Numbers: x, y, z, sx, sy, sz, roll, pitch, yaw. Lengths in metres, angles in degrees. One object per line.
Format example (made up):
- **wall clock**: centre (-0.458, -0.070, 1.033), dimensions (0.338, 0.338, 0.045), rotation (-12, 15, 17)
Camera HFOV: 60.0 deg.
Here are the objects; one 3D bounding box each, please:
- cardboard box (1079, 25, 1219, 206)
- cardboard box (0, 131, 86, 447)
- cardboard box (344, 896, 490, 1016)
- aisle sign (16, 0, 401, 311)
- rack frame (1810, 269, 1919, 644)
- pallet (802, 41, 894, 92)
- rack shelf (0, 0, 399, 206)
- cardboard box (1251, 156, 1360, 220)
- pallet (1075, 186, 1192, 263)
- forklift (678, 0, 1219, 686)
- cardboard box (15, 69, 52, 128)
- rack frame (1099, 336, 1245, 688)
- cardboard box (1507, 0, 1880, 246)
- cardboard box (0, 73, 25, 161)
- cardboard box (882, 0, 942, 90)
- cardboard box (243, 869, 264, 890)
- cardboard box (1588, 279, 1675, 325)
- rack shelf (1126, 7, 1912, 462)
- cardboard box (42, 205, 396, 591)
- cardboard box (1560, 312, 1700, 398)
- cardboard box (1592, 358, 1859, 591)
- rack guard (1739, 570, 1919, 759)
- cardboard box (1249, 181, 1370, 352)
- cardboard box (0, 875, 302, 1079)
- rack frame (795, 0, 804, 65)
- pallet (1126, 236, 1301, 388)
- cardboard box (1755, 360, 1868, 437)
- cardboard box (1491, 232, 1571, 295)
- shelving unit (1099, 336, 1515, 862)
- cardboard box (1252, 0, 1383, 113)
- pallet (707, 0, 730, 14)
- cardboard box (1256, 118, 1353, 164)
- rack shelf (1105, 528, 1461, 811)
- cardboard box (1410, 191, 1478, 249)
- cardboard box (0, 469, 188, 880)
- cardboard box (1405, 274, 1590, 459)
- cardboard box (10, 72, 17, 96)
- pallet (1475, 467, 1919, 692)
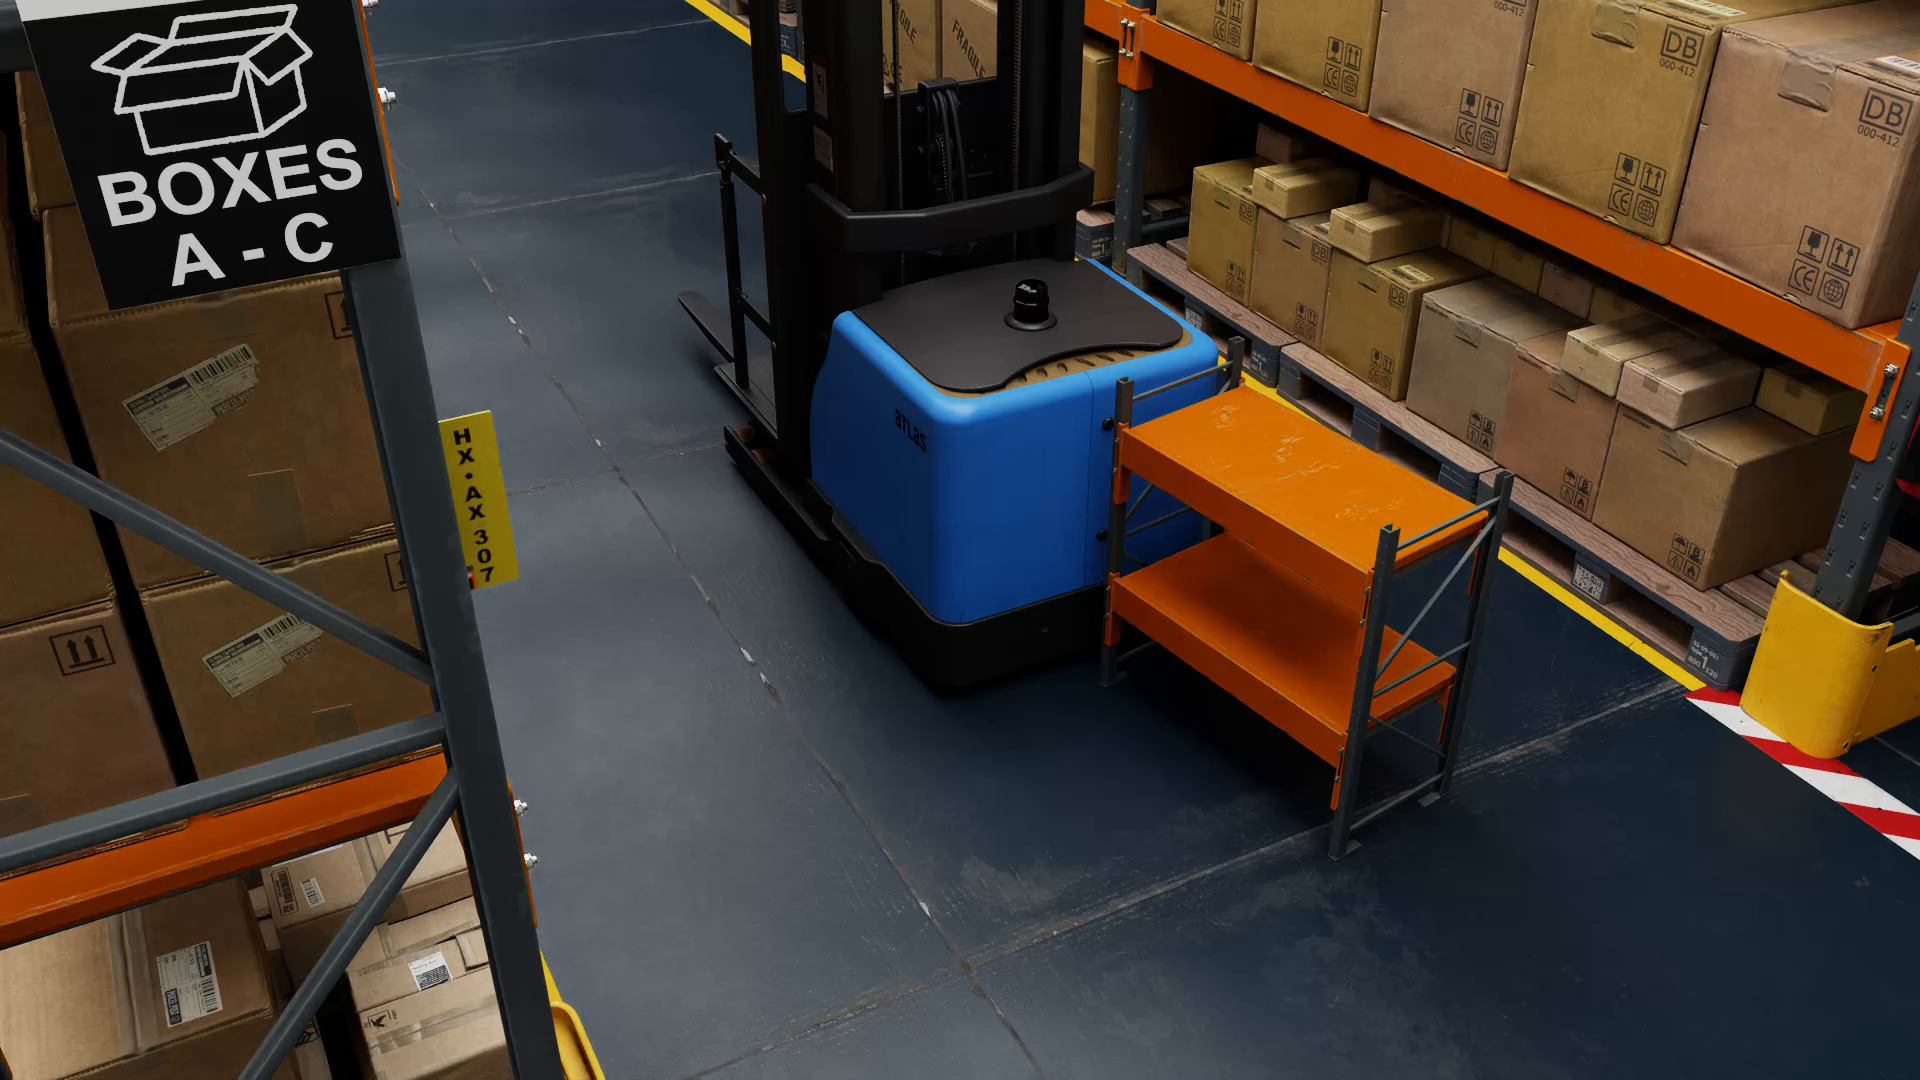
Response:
- **cardboard box**: centre (0.813, -2.265, 8.608), dimensions (0.750, 0.750, 0.750), rotation (-15, 36, -23)
- **cardboard box**: centre (-1.971, -0.407, 3.084), dimensions (0.500, 0.500, 0.500), rotation (-15, 36, -22)
- **cardboard box**: centre (-1.292, 1.043, 4.060), dimensions (0.380, 0.166, 0.250), rotation (-16, 36, -23)
- **aisle sign**: centre (-0.992, -0.695, 2.145), dimensions (0.394, 0.787, 0.004), rotation (-16, 36, -23)
- **rack frame**: centre (3.097, -0.807, 4.729), dimensions (1.000, 3.000, 0.127), rotation (-16, 36, -23)
- **pallet**: centre (-0.333, -3.056, 10.824), dimensions (1.003, 0.211, 1.213), rotation (-16, 36, -23)
- **rack shelf**: centre (-2.217, -1.474, 3.656), dimensions (1.077, 0.370, 4.000), rotation (-16, 36, -23)
- **cardboard box**: centre (1.488, -1.521, 7.171), dimensions (0.380, 0.149, 0.250), rotation (-15, 35, -22)
- **pallet**: centre (0.805, -1.891, 9.006), dimensions (1.003, 0.211, 1.213), rotation (-16, 36, -23)
- **forklift**: centre (-0.292, -1.535, 5.929), dimensions (1.130, 2.935, 3.031), rotation (-16, 36, -23)
- **cardboard box**: centre (-1.737, -0.788, 3.680), dimensions (0.500, 0.500, 0.500), rotation (-15, 36, -22)
- **rack frame**: centre (0.670, -0.072, 5.320), dimensions (0.500, 1.125, 0.032), rotation (-22, 39, -30)
- **cardboard box**: centre (2.501, -1.519, 5.562), dimensions (0.980, 0.700, 0.700), rotation (-16, 36, -23)
- **cardboard box**: centre (-2.456, -0.898, 3.851), dimensions (0.500, 0.500, 0.500), rotation (-15, 35, -22)
- **cardboard box**: centre (-0.004, -3.093, 9.901), dimensions (0.750, 0.750, 0.750), rotation (-16, 36, -23)
- **cardboard box**: centre (-2.172, 0.755, 4.432), dimensions (0.500, 0.250, 0.500), rotation (-16, 36, -23)
- **cardboard box**: centre (2.564, -0.865, 6.146), dimensions (0.380, 0.149, 0.250), rotation (-16, 36, -23)
- **rack shelf**: centre (2.164, -1.459, 6.413), dimensions (1.077, 0.370, 4.000), rotation (-16, 36, -23)
- **cardboard box**: centre (-1.258, -0.301, 2.919), dimensions (0.500, 0.500, 0.500), rotation (-15, 35, -22)
- **cardboard box**: centre (2.341, -0.651, 5.812), dimensions (0.380, 0.149, 0.250), rotation (-15, 36, -22)
- **cardboard box**: centre (2.682, -0.240, 5.772), dimensions (0.700, 0.500, 0.500), rotation (-16, 36, -23)
- **rack guard**: centre (3.108, 0.257, 5.386), dimensions (1.175, 0.500, 0.348), rotation (-16, 36, -23)
- **cardboard box**: centre (1.721, -1.217, 7.297), dimensions (0.700, 0.500, 0.500), rotation (-16, 36, -24)
- **cardboard box**: centre (-1.755, 1.110, 3.646), dimensions (0.500, 0.500, 0.500), rotation (-16, 36, -23)
- **rack frame**: centre (-0.633, -4.625, 10.688), dimensions (1.000, 3.000, 0.127), rotation (-16, 36, -23)
- **pallet**: centre (1.517, -1.159, 7.864), dimensions (1.003, 0.211, 1.213), rotation (-16, 36, -23)
- **cardboard box**: centre (2.917, -0.504, 5.583), dimensions (0.380, 0.149, 0.250), rotation (-16, 36, -23)
- **cardboard box**: centre (2.324, -1.109, 6.526), dimensions (0.380, 0.149, 0.250), rotation (-15, 36, -23)
- **shelving unit**: centre (0.973, 0.148, 4.976), dimensions (0.538, 1.125, 1.048), rotation (-22, 39, -30)
- **cardboard box**: centre (1.806, -2.230, 6.671), dimensions (0.980, 0.700, 0.700), rotation (-17, 36, -24)
- **pallet**: centre (-1.561, -4.406, 12.931), dimensions (1.003, 0.211, 1.213), rotation (-16, 36, -23)
- **cardboard box**: centre (1.598, -1.850, 7.683), dimensions (0.380, 0.149, 0.250), rotation (-16, 36, -23)
- **rack shelf**: centre (0.973, 0.354, 5.108), dimensions (0.538, 0.278, 1.000), rotation (-22, 39, -30)
- **cardboard box**: centre (2.085, -1.353, 6.907), dimensions (0.380, 0.149, 0.250), rotation (-15, 36, -23)
- **cardboard box**: centre (-1.734, 0.253, 2.981), dimensions (0.500, 0.500, 0.500), rotation (-15, 35, -22)
- **cardboard box**: centre (2.213, -0.719, 6.519), dimensions (0.700, 0.500, 0.500), rotation (-17, 36, -25)
- **cardboard box**: centre (-2.937, -1.390, 4.619), dimensions (0.500, 0.500, 0.500), rotation (-17, 36, -25)
- **pallet**: centre (2.655, 0.005, 6.046), dimensions (1.003, 0.211, 1.213), rotation (-16, 36, -23)
